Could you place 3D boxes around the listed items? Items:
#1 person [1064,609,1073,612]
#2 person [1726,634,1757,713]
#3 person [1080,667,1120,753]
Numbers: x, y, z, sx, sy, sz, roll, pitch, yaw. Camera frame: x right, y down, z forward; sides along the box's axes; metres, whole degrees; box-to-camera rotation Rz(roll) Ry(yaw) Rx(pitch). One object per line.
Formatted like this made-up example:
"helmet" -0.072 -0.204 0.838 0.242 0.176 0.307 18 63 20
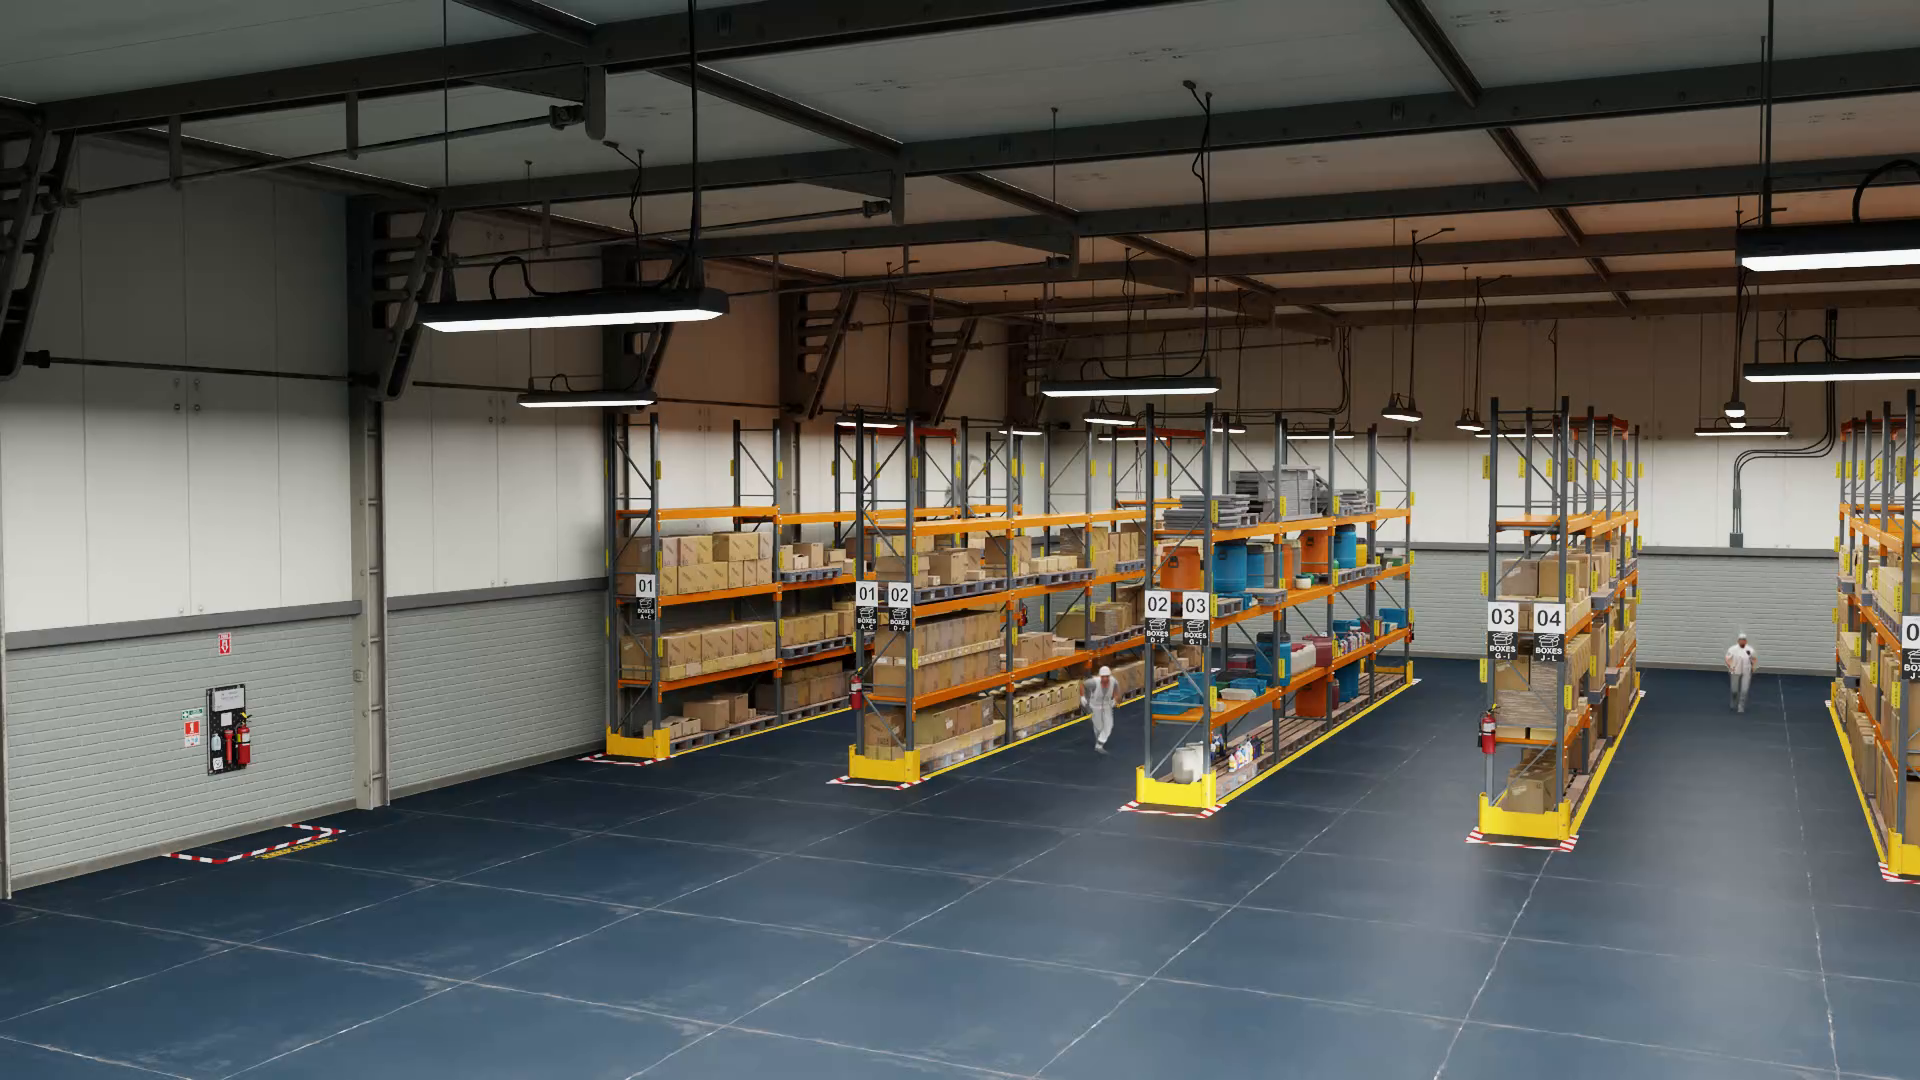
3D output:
"person" 2.552 2.487 39.260 0.681 1.729 0.597 2 3 33
"person" 16.139 2.748 34.349 0.595 1.622 0.560 1 3 20
"person" 2.455 2.985 29.162 0.694 1.590 0.828 0 2 -6
